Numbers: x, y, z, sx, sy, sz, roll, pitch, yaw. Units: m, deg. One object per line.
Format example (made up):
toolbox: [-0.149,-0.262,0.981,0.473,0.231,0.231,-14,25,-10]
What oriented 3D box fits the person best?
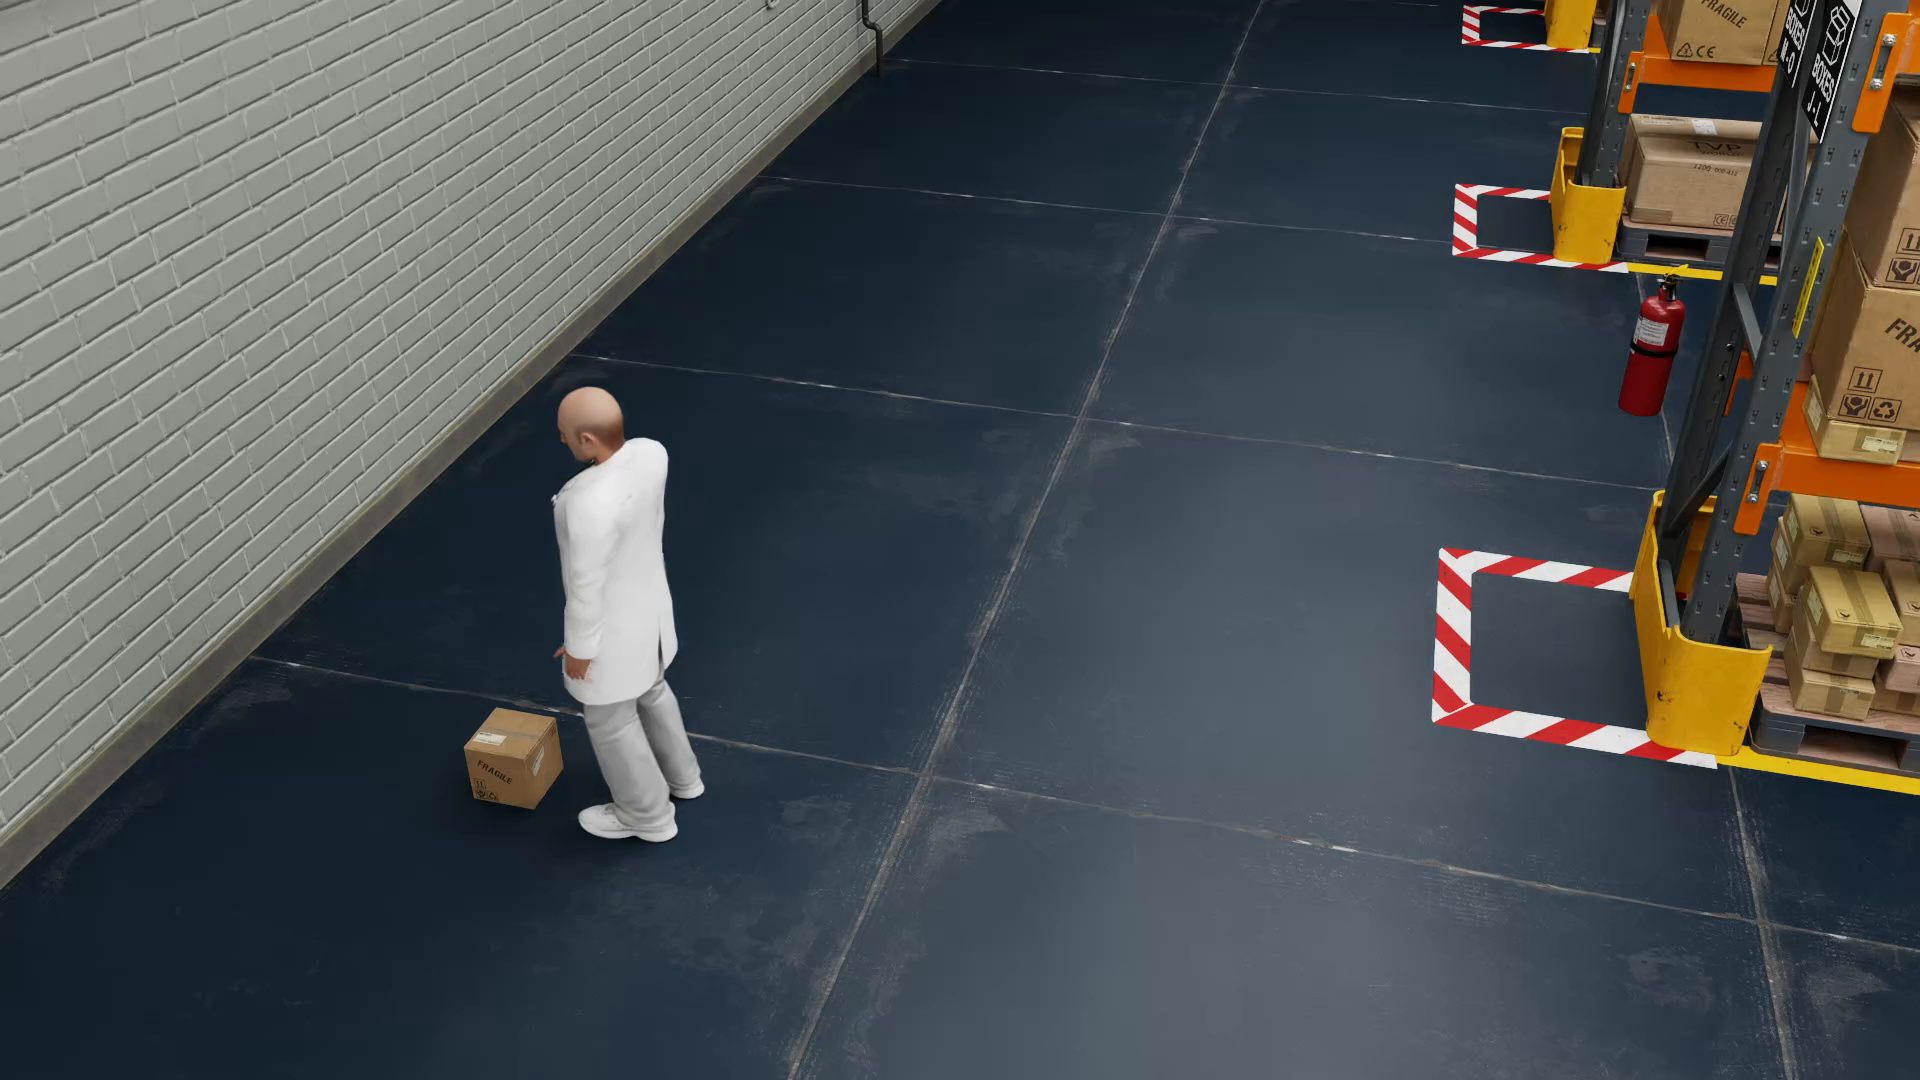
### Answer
person: [-1.192,0.360,5.792,0.378,1.559,0.562,9,33,13]
